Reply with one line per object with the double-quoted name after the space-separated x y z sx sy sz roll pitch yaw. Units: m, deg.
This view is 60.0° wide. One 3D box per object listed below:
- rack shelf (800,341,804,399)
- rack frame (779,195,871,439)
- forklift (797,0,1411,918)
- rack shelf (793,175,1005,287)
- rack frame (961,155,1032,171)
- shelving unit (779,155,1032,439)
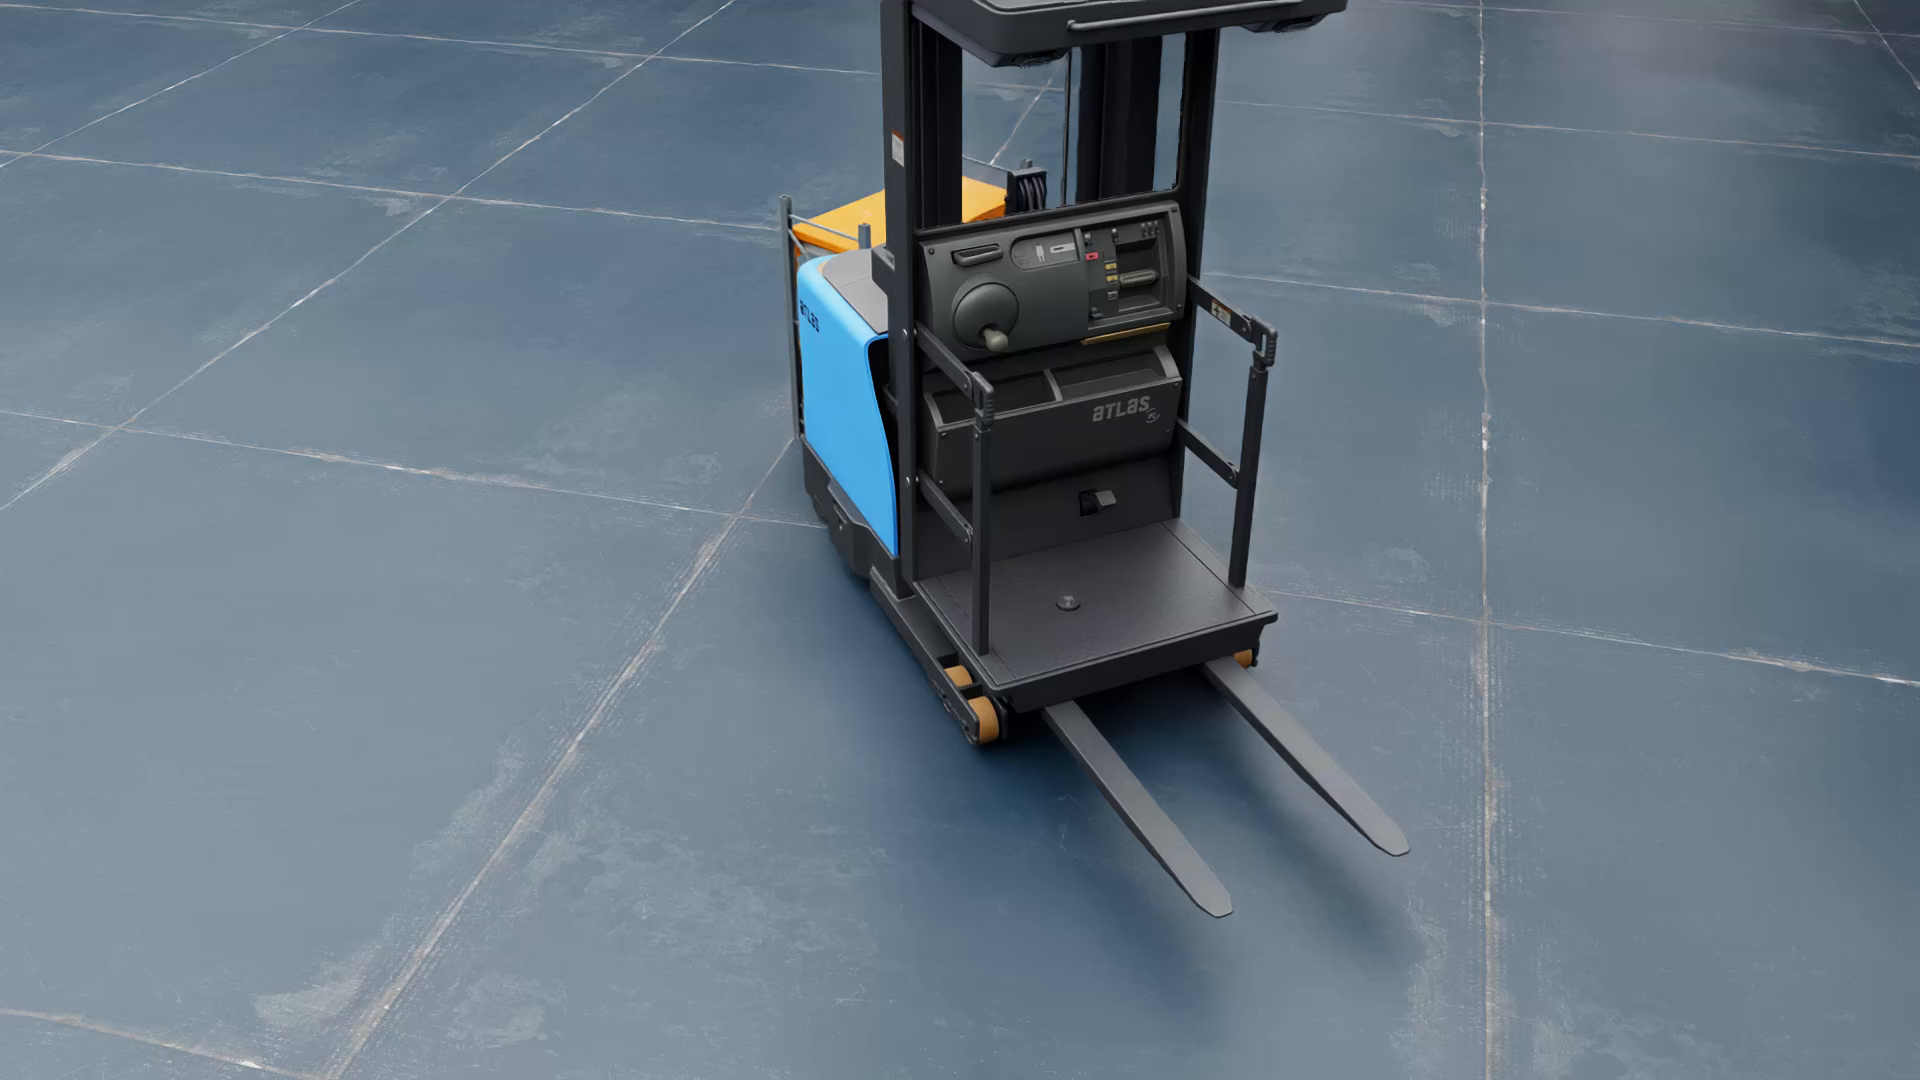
-0.218 -0.865 7.518 0.538 0.278 1.000 25 40 34 "rack shelf"
-0.553 -0.866 7.064 0.500 1.125 0.032 25 40 34 "rack frame"
0.410 -0.803 5.282 1.130 2.935 3.031 -13 35 -20 "forklift"
-0.218 -1.318 7.230 0.538 0.278 1.000 25 40 34 "rack shelf"
0.117 -1.276 7.709 0.500 1.125 0.032 25 40 34 "rack frame"
-0.218 -1.071 7.387 0.538 1.125 1.048 25 40 34 "shelving unit"
